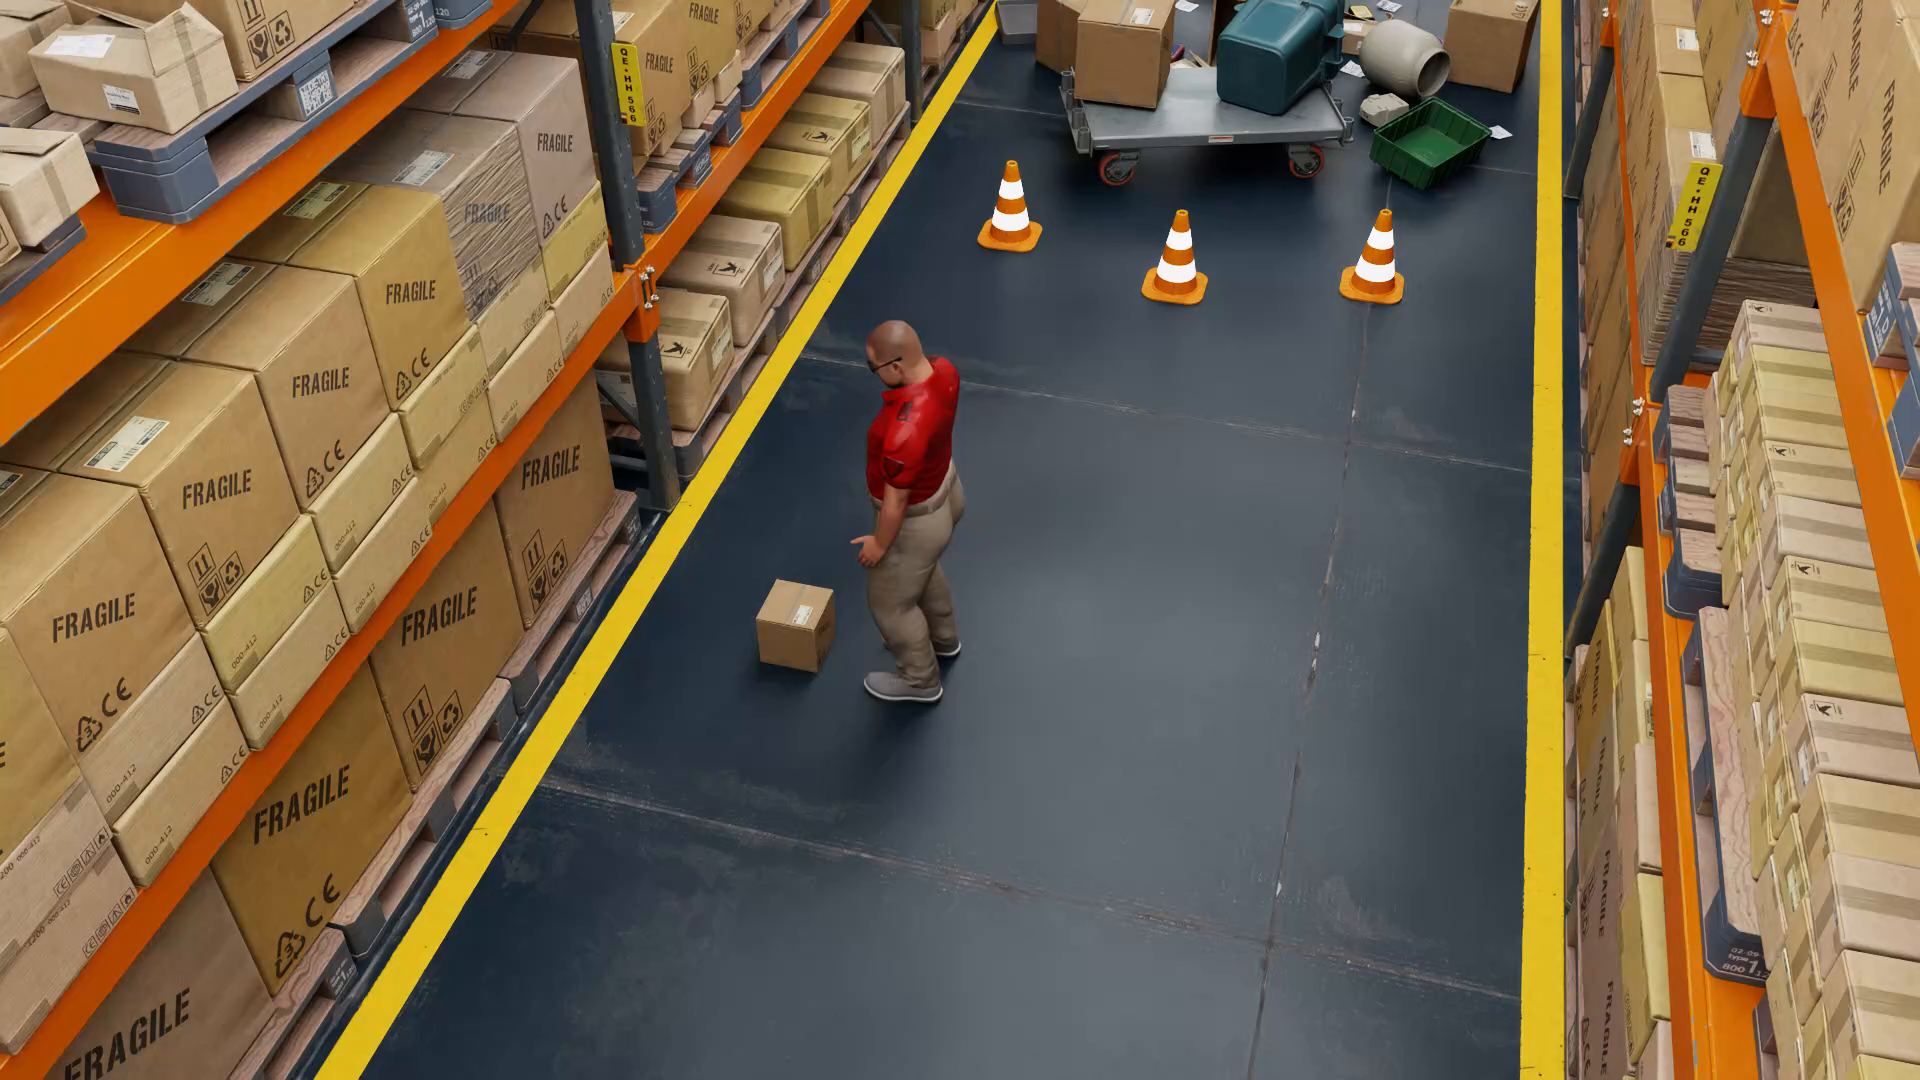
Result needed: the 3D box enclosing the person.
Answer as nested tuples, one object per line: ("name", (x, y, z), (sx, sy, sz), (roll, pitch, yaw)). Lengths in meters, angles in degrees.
("person", (-0.187, -0.092, 6.297), (0.361, 1.712, 0.538), (11, 42, 12))
